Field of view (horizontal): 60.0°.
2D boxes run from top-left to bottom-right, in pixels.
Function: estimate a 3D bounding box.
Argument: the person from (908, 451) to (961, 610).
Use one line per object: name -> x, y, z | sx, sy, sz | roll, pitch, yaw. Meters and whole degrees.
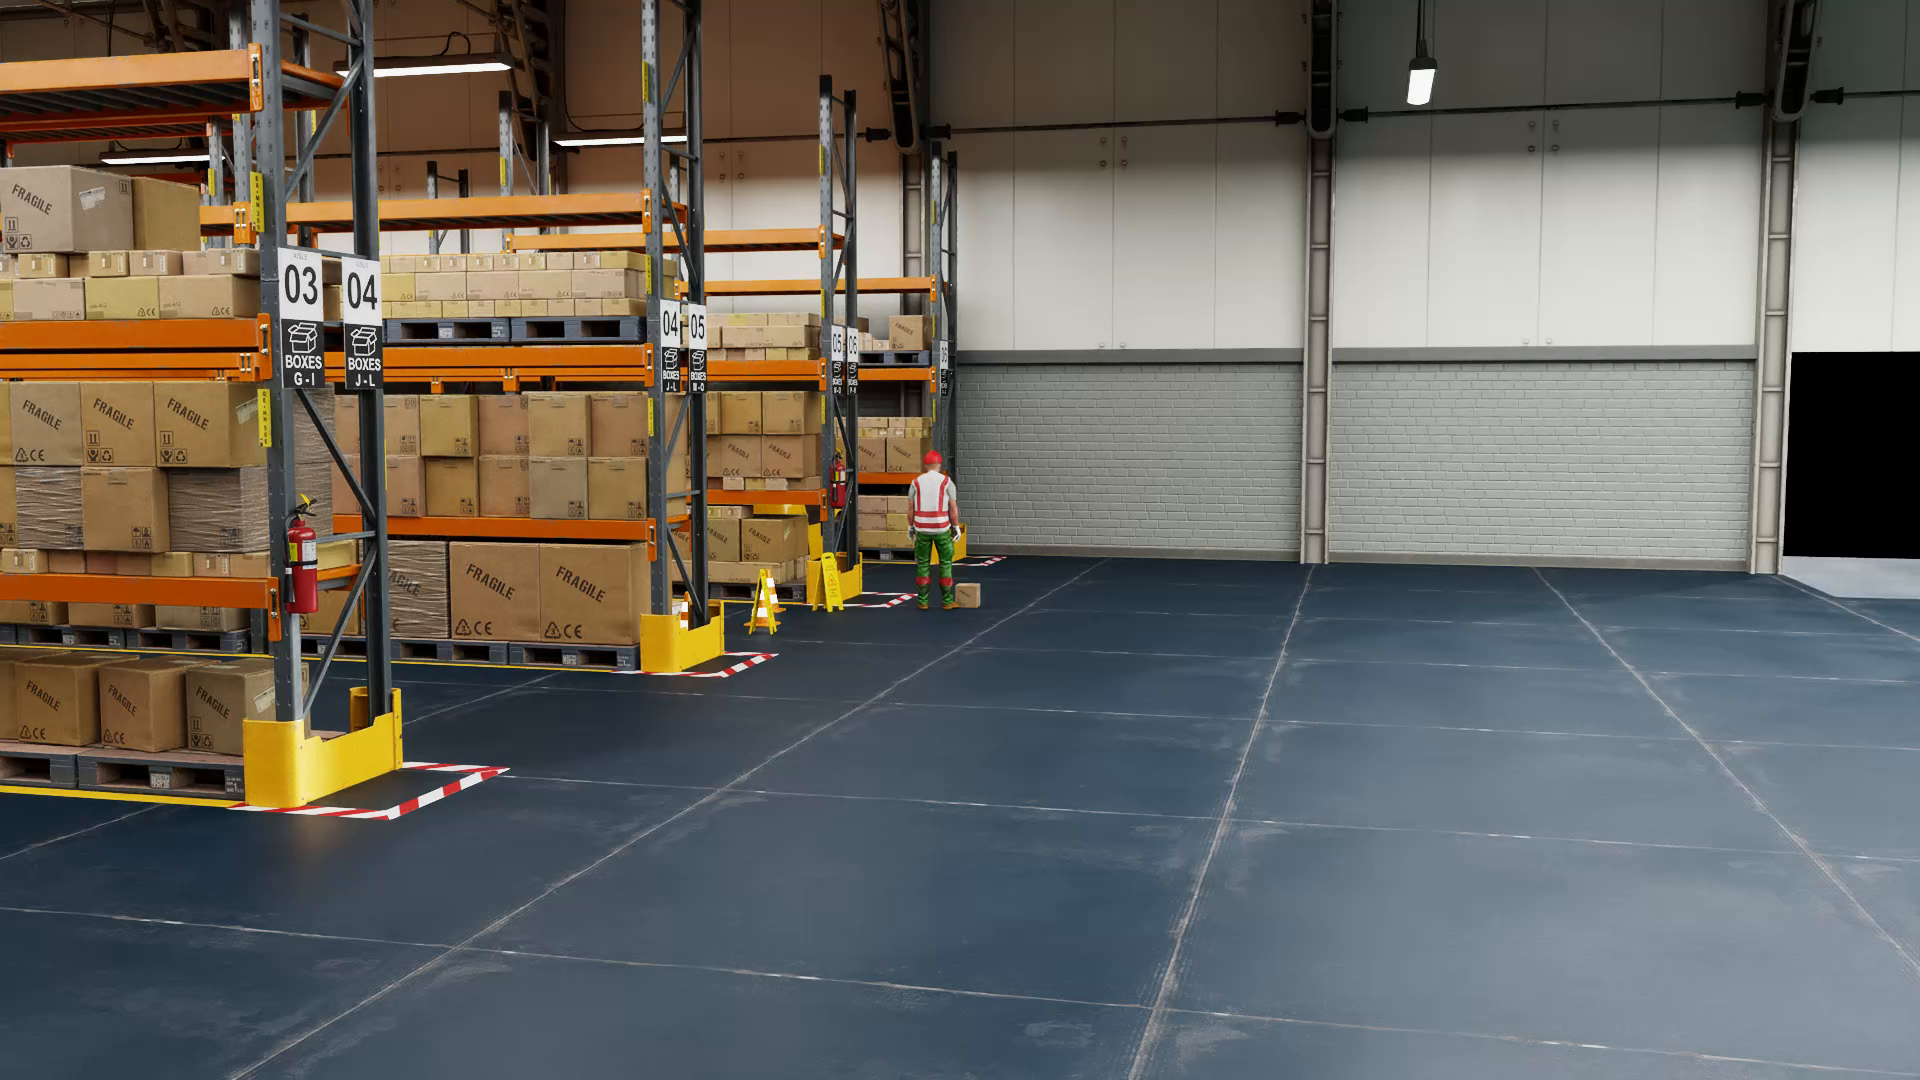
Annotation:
person -> -0.292, -0.112, 18.713 | 0.609, 1.780, 0.448 | 1, 5, 11
